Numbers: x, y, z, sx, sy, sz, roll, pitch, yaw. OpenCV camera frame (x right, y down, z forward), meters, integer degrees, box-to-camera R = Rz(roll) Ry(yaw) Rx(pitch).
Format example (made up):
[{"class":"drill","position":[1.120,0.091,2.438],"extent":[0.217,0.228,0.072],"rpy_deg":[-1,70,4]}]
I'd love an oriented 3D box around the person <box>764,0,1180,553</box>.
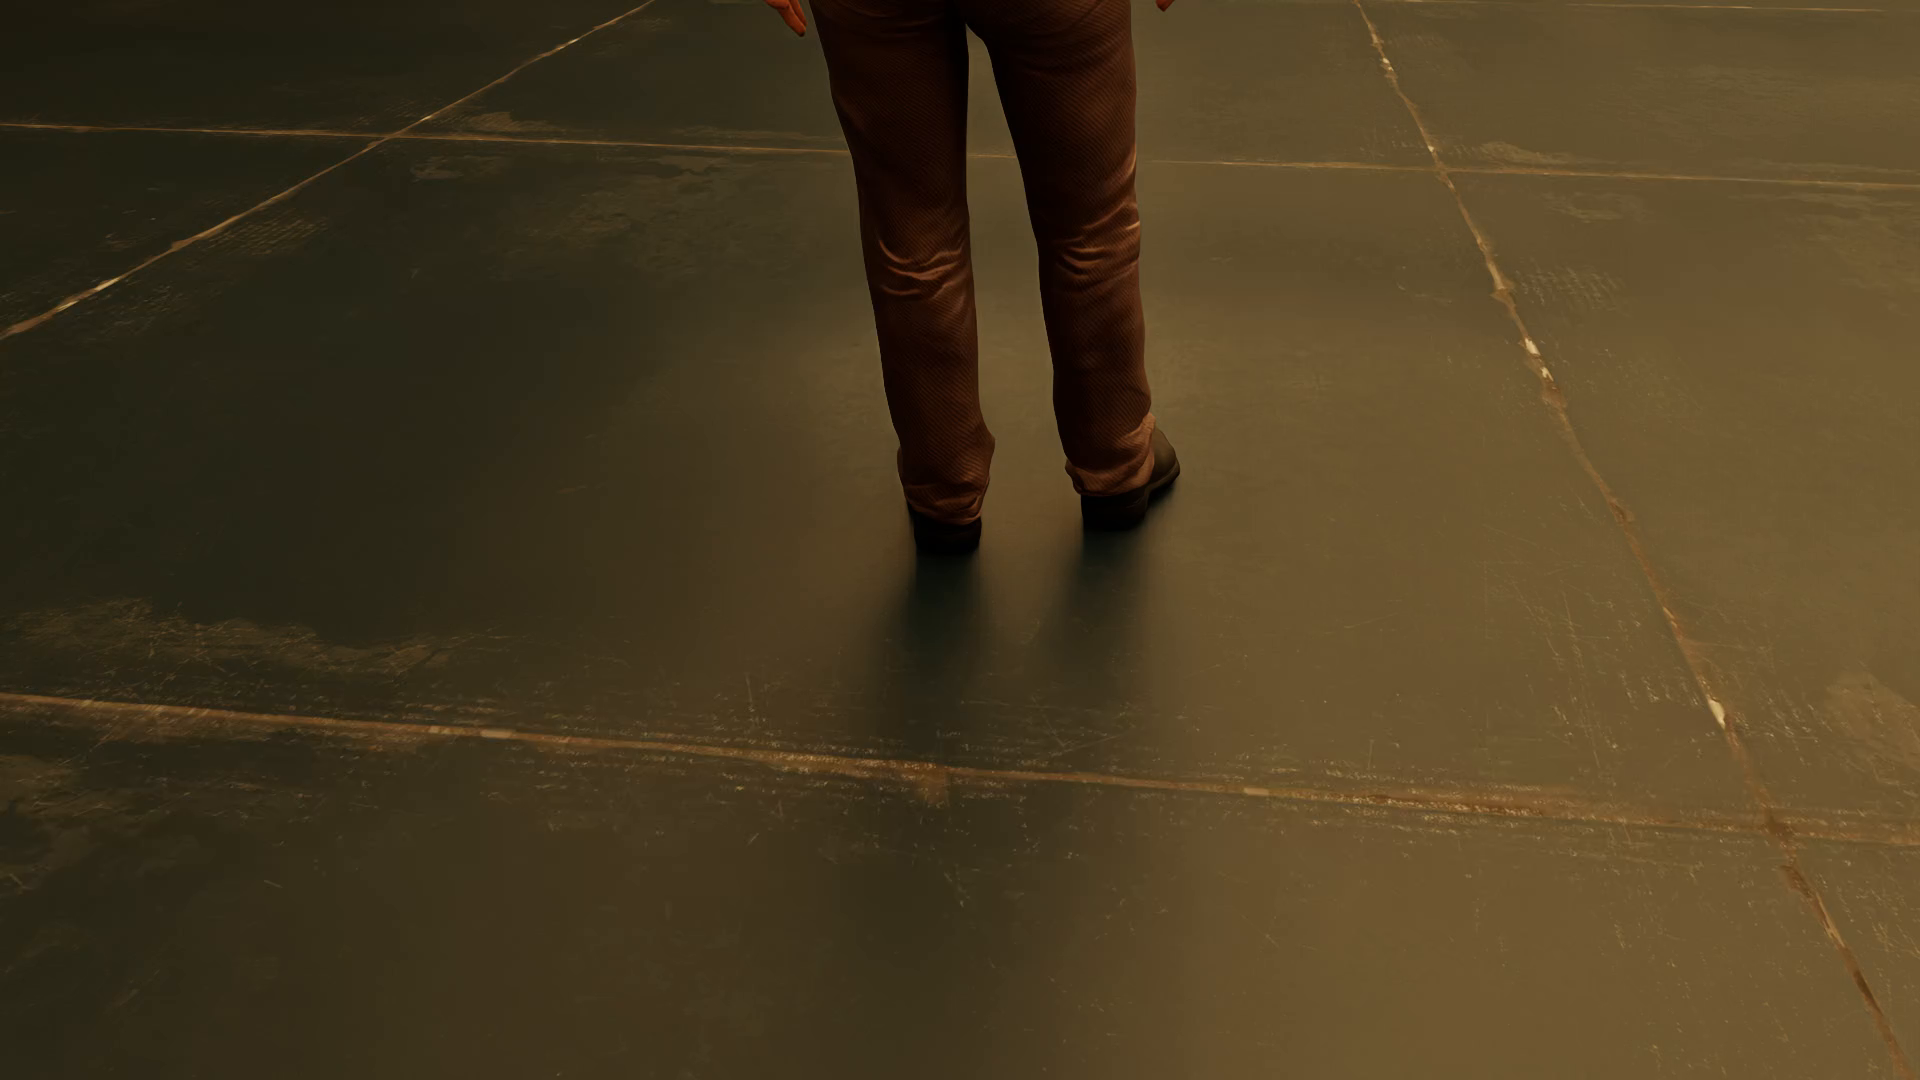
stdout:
[{"class":"person","position":[0.015,-0.804,2.167],"extent":[0.634,1.722,0.566],"rpy_deg":[3,27,7]}]
